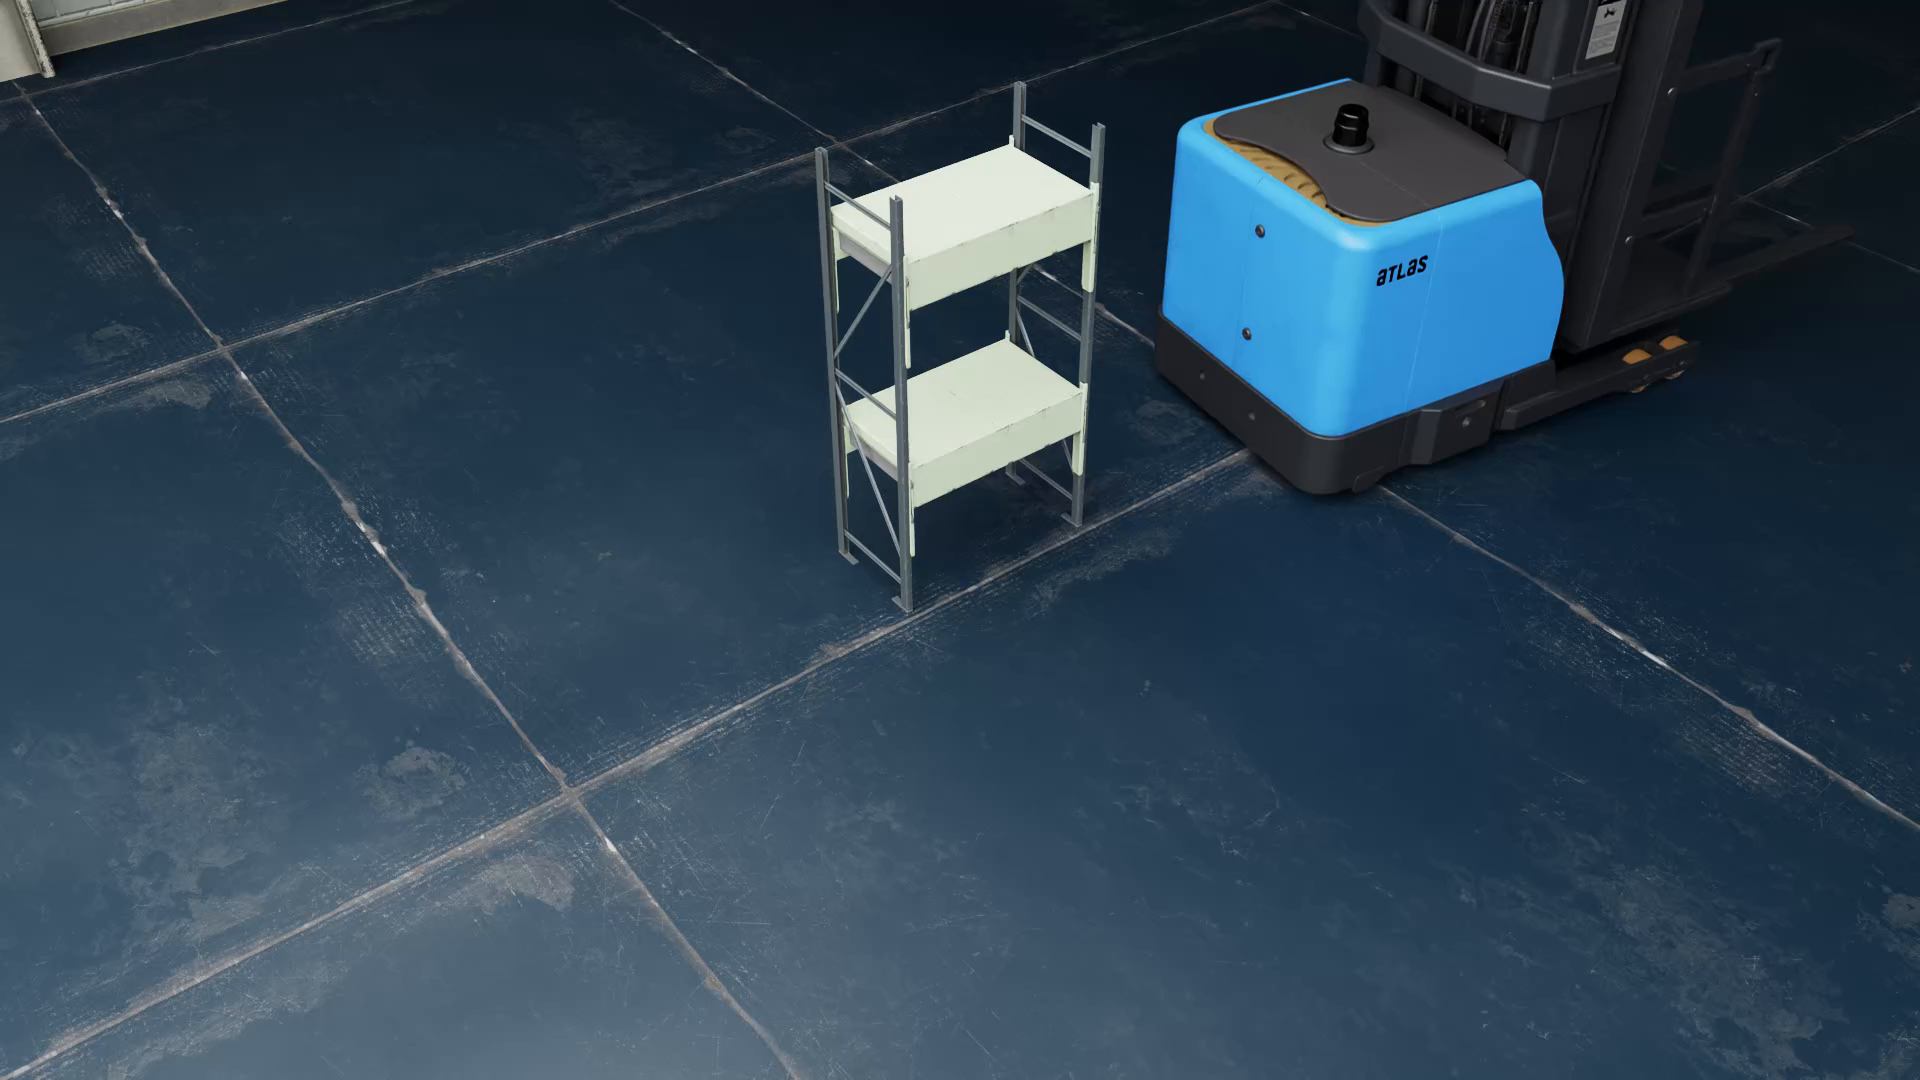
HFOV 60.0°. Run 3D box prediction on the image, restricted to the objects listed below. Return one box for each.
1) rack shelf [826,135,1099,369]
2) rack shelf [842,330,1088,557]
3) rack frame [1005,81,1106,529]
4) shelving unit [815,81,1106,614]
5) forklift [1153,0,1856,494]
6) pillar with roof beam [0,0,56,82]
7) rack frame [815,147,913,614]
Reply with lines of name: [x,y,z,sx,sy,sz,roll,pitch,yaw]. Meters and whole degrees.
rack shelf: [0.005,-0.884,5.030,0.720,0.370,0.431,-26,46,-28]
rack shelf: [0.005,-0.330,5.484,0.720,0.370,0.431,-26,46,-28]
rack frame: [0.295,-0.724,5.450,0.023,1.500,0.400,-26,46,-28]
shelving unit: [0.005,-0.582,5.277,0.755,1.500,0.431,-26,46,-28]
forklift: [2.290,-1.975,5.847,3.031,2.935,1.130,-20,43,-22]
pillar with roof beam: [-2.366,-3.752,3.229,0.400,9.000,9.100,-26,46,-28]
rack frame: [-0.285,-0.441,5.105,0.023,1.500,0.400,-26,46,-28]
